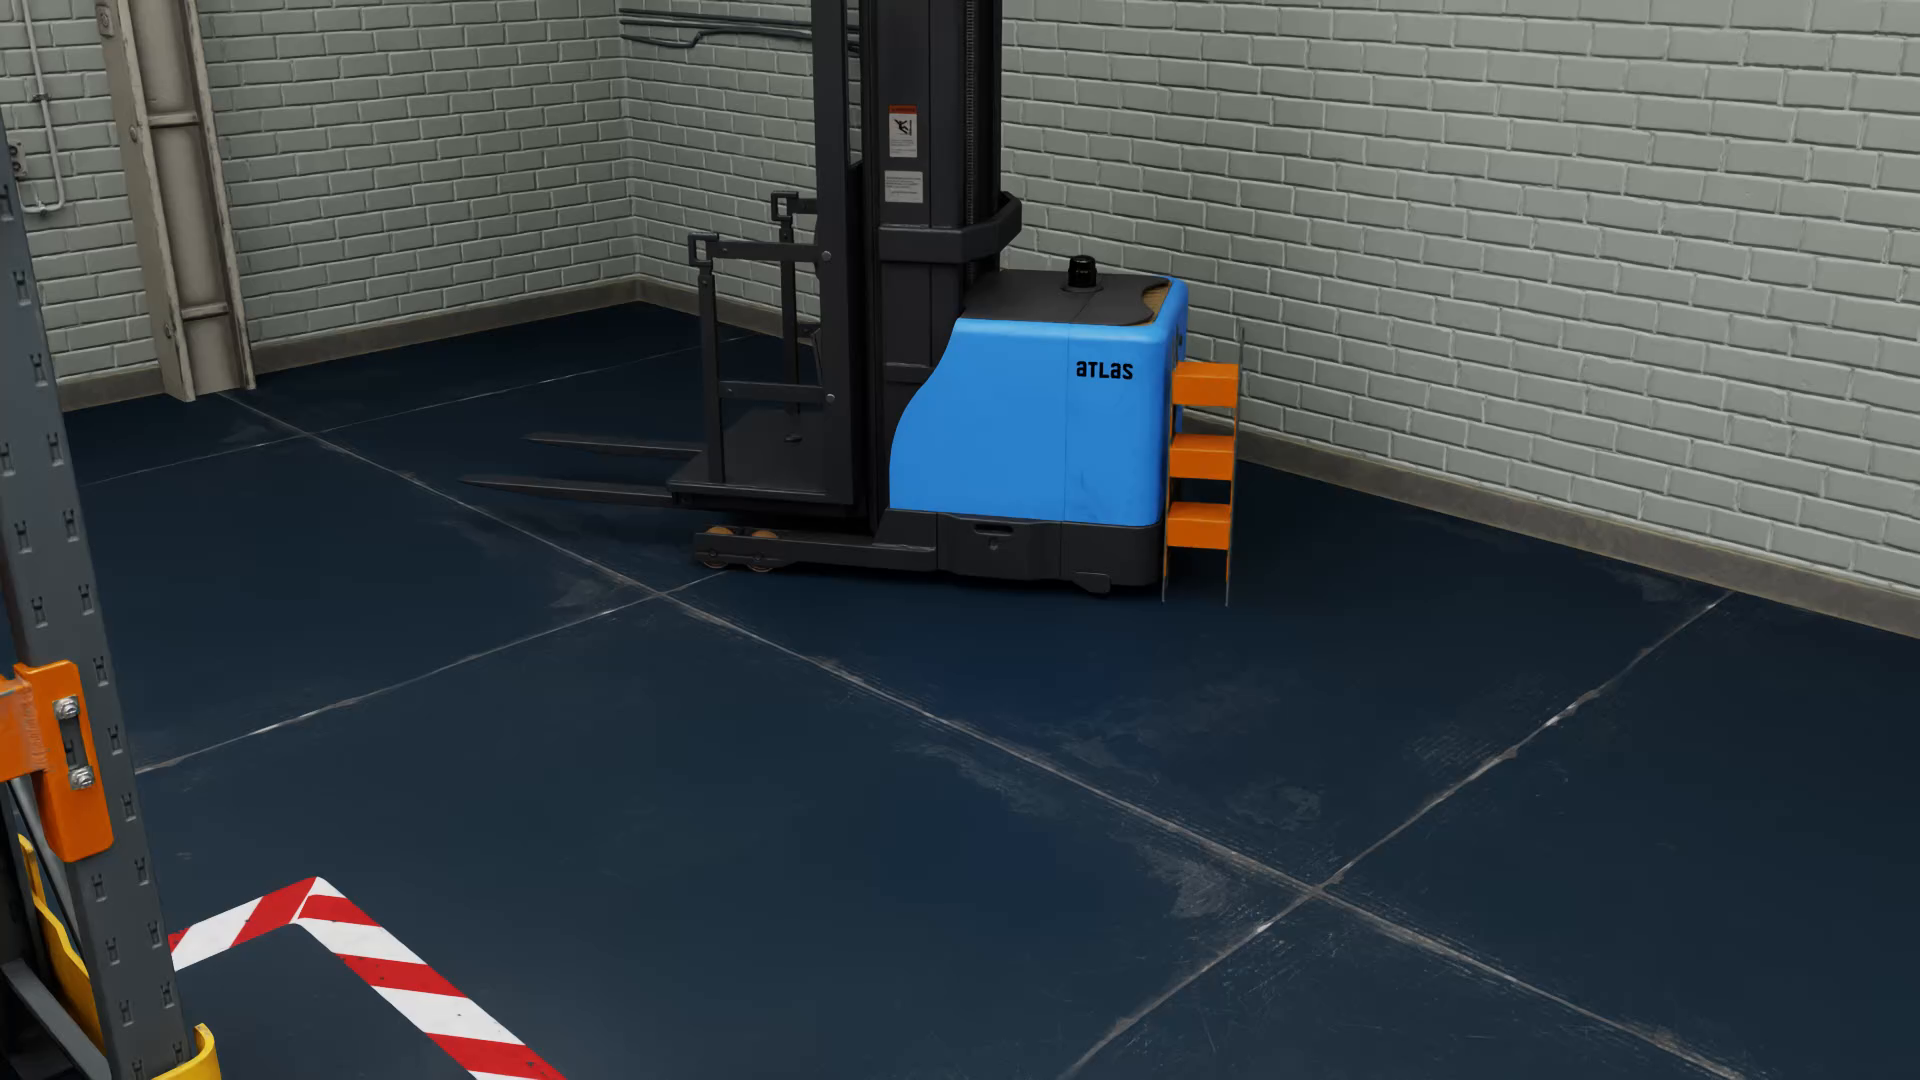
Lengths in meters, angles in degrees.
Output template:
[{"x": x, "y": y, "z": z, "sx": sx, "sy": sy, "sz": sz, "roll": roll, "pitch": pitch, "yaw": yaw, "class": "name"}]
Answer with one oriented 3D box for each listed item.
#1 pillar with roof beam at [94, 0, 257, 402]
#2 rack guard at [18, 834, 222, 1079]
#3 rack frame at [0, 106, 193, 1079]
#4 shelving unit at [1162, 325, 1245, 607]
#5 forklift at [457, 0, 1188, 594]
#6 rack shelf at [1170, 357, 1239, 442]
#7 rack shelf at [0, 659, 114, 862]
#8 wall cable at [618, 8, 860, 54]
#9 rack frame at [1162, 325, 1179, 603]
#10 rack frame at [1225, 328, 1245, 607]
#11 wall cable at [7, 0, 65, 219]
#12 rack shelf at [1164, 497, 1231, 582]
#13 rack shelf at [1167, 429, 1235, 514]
[{"x": -1.085, "y": -3.959, "z": 4.833, "sx": 9.100, "sy": 9.000, "sz": 0.400, "roll": 19, "pitch": 28, "yaw": 41, "class": "pillar with roof beam"}, {"x": -1.935, "y": 1.099, "z": 3.518, "sx": 1.175, "sy": 0.500, "sz": 0.348, "roll": 19, "pitch": 28, "yaw": 41, "class": "rack guard"}, {"x": -1.882, "y": -0.087, "z": 3.120, "sx": 1.000, "sy": 3.000, "sz": 0.127, "roll": 19, "pitch": 28, "yaw": 41, "class": "rack frame"}, {"x": 0.922, "y": -0.274, "z": 6.323, "sx": 0.252, "sy": 1.050, "sz": 0.215, "roll": 4, "pitch": 21, "yaw": 11, "class": "shelving unit"}, {"x": -0.608, "y": -1.416, "z": 6.674, "sx": 3.031, "sy": 2.935, "sz": 1.130, "roll": 5, "pitch": 21, "yaw": 12, "class": "forklift"}, {"x": 0.920, "y": -0.530, "z": 6.225, "sx": 0.240, "sy": 0.259, "sz": 0.215, "roll": 4, "pitch": 21, "yaw": 11, "class": "rack shelf"}, {"x": -3.277, "y": 0.763, "z": 1.911, "sx": 1.077, "sy": 0.370, "sz": 4.000, "roll": 19, "pitch": 28, "yaw": 41, "class": "rack shelf"}, {"x": -1.232, "y": -4.041, "z": 9.374, "sx": 3.097, "sy": 2.526, "sz": 0.112, "roll": 19, "pitch": 28, "yaw": 41, "class": "wall cable"}, {"x": 0.803, "y": -0.282, "z": 6.346, "sx": 0.008, "sy": 1.050, "sz": 0.200, "roll": 4, "pitch": 21, "yaw": 11, "class": "rack frame"}, {"x": 1.042, "y": -0.266, "z": 6.300, "sx": 0.008, "sy": 1.050, "sz": 0.200, "roll": 4, "pitch": 21, "yaw": 11, "class": "rack frame"}, {"x": -5.218, "y": -2.366, "z": 7.633, "sx": 0.084, "sy": 1.984, "sz": 1.851, "roll": 19, "pitch": 28, "yaw": 41, "class": "wall cable"}, {"x": 0.924, "y": -0.005, "z": 6.426, "sx": 0.240, "sy": 0.259, "sz": 0.215, "roll": 4, "pitch": 21, "yaw": 11, "class": "rack shelf"}, {"x": 0.922, "y": -0.265, "z": 6.327, "sx": 0.240, "sy": 0.259, "sz": 0.215, "roll": 4, "pitch": 21, "yaw": 11, "class": "rack shelf"}]
